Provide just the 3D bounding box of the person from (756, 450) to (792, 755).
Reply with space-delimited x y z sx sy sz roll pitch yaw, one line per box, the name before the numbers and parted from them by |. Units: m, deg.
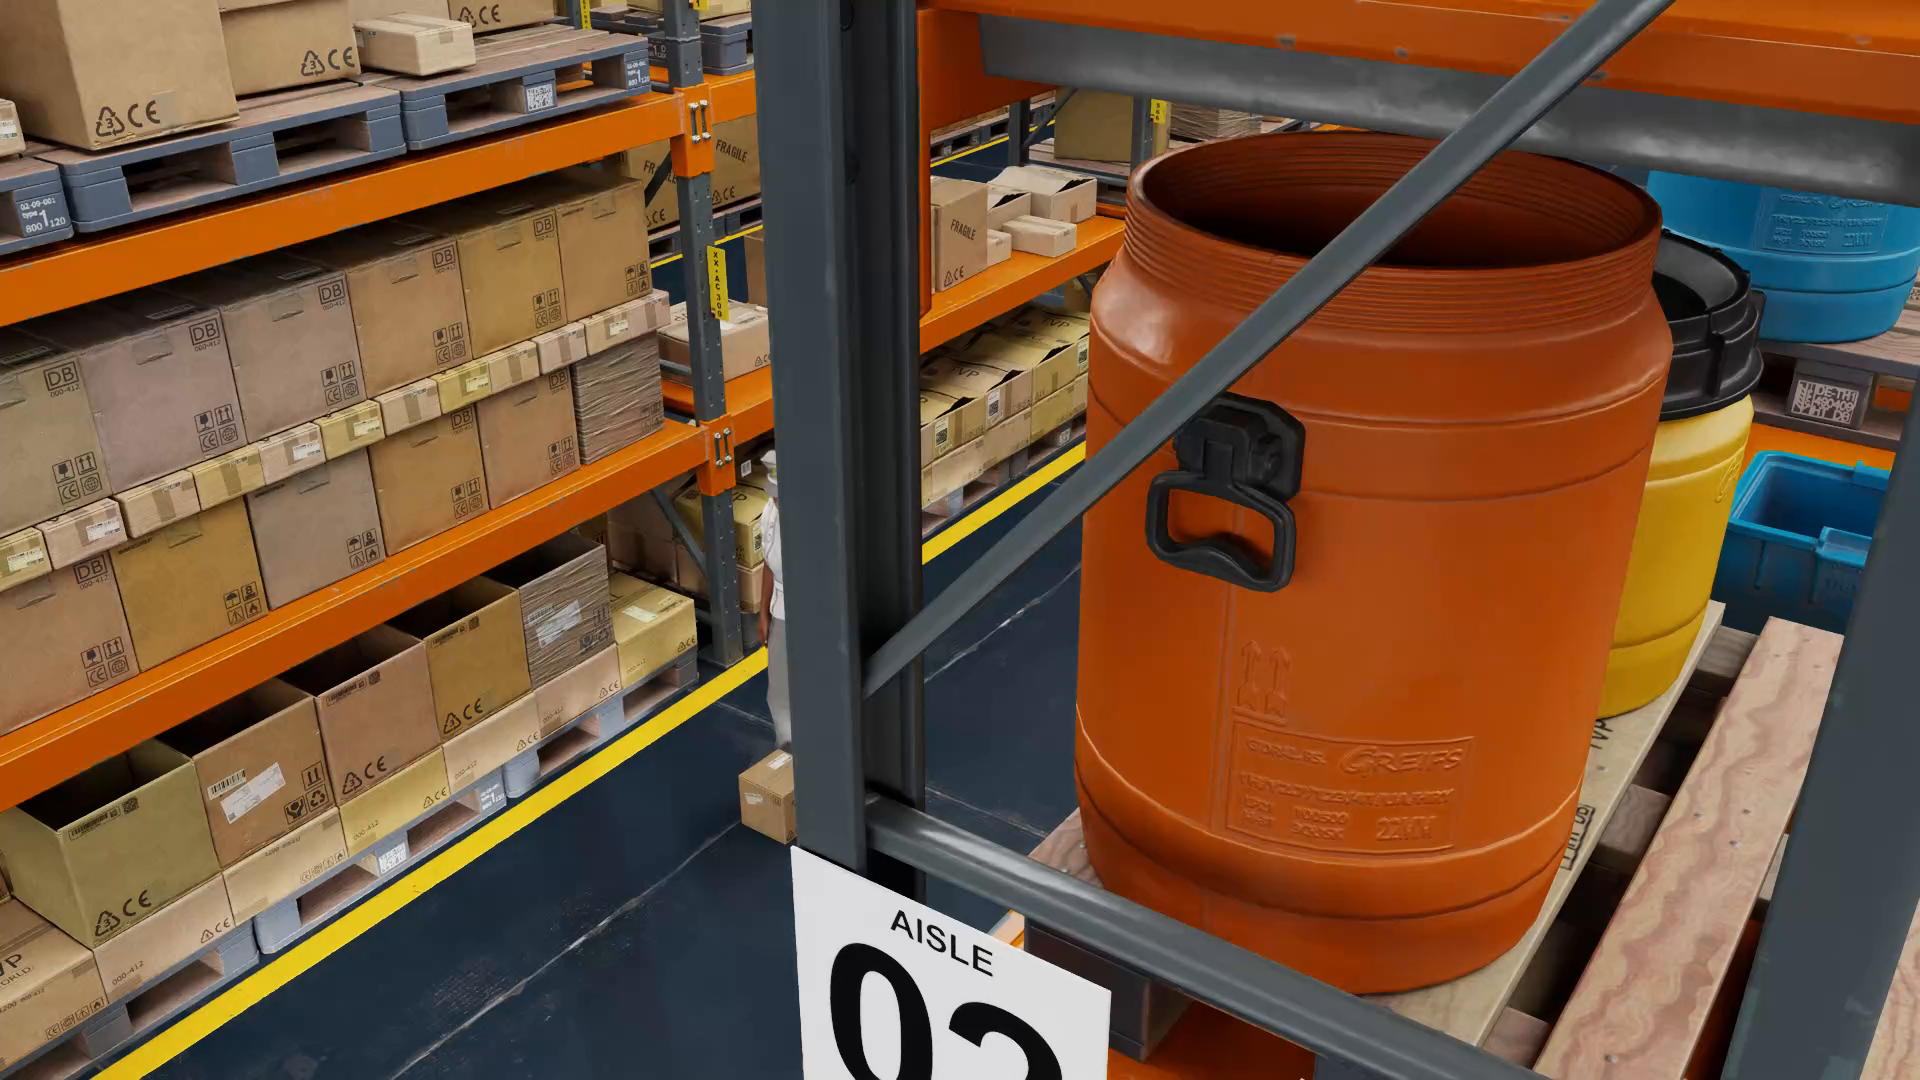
person | -0.636 0.370 6.898 0.512 1.657 0.399 17 32 30
